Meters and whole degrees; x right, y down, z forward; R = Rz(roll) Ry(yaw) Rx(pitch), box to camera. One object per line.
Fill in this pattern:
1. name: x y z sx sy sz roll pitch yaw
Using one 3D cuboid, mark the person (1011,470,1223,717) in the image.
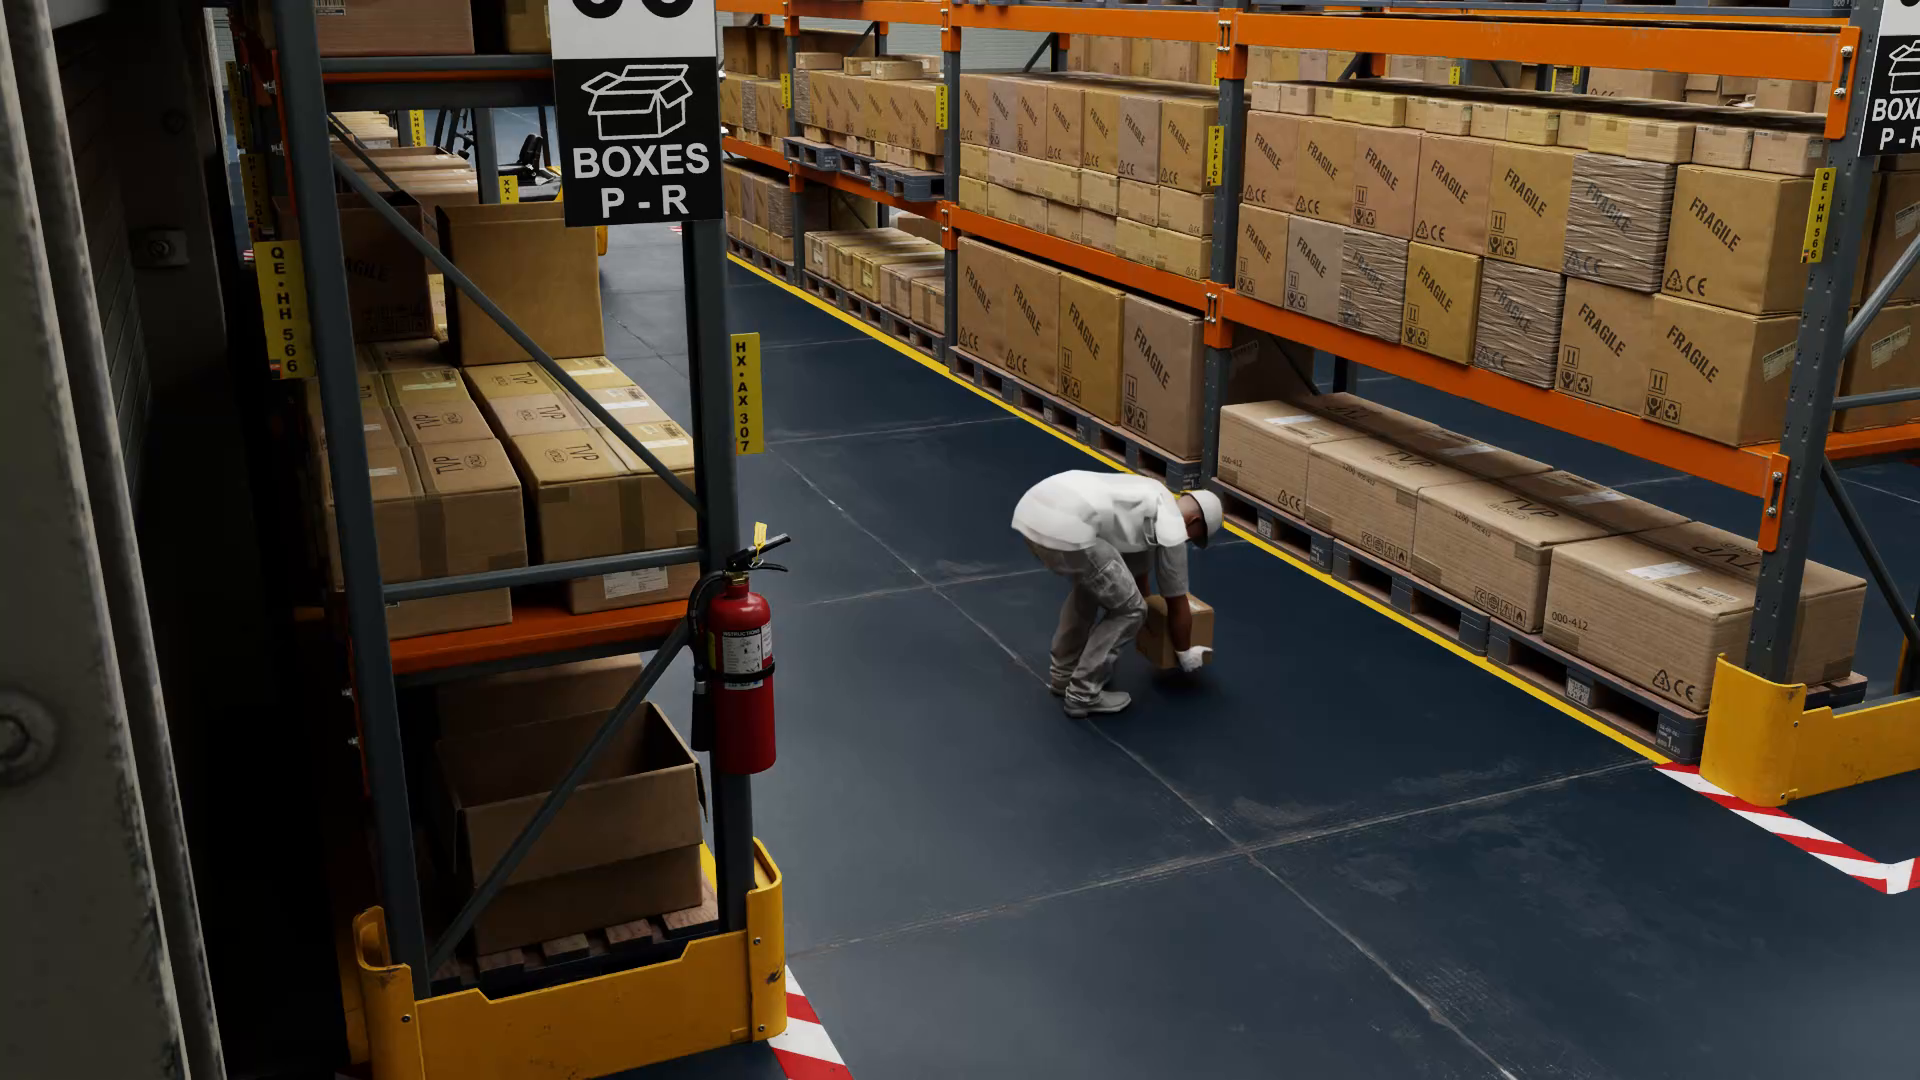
1. person: 0.700 0.180 7.173 0.985 1.026 0.519 -9 21 -25
